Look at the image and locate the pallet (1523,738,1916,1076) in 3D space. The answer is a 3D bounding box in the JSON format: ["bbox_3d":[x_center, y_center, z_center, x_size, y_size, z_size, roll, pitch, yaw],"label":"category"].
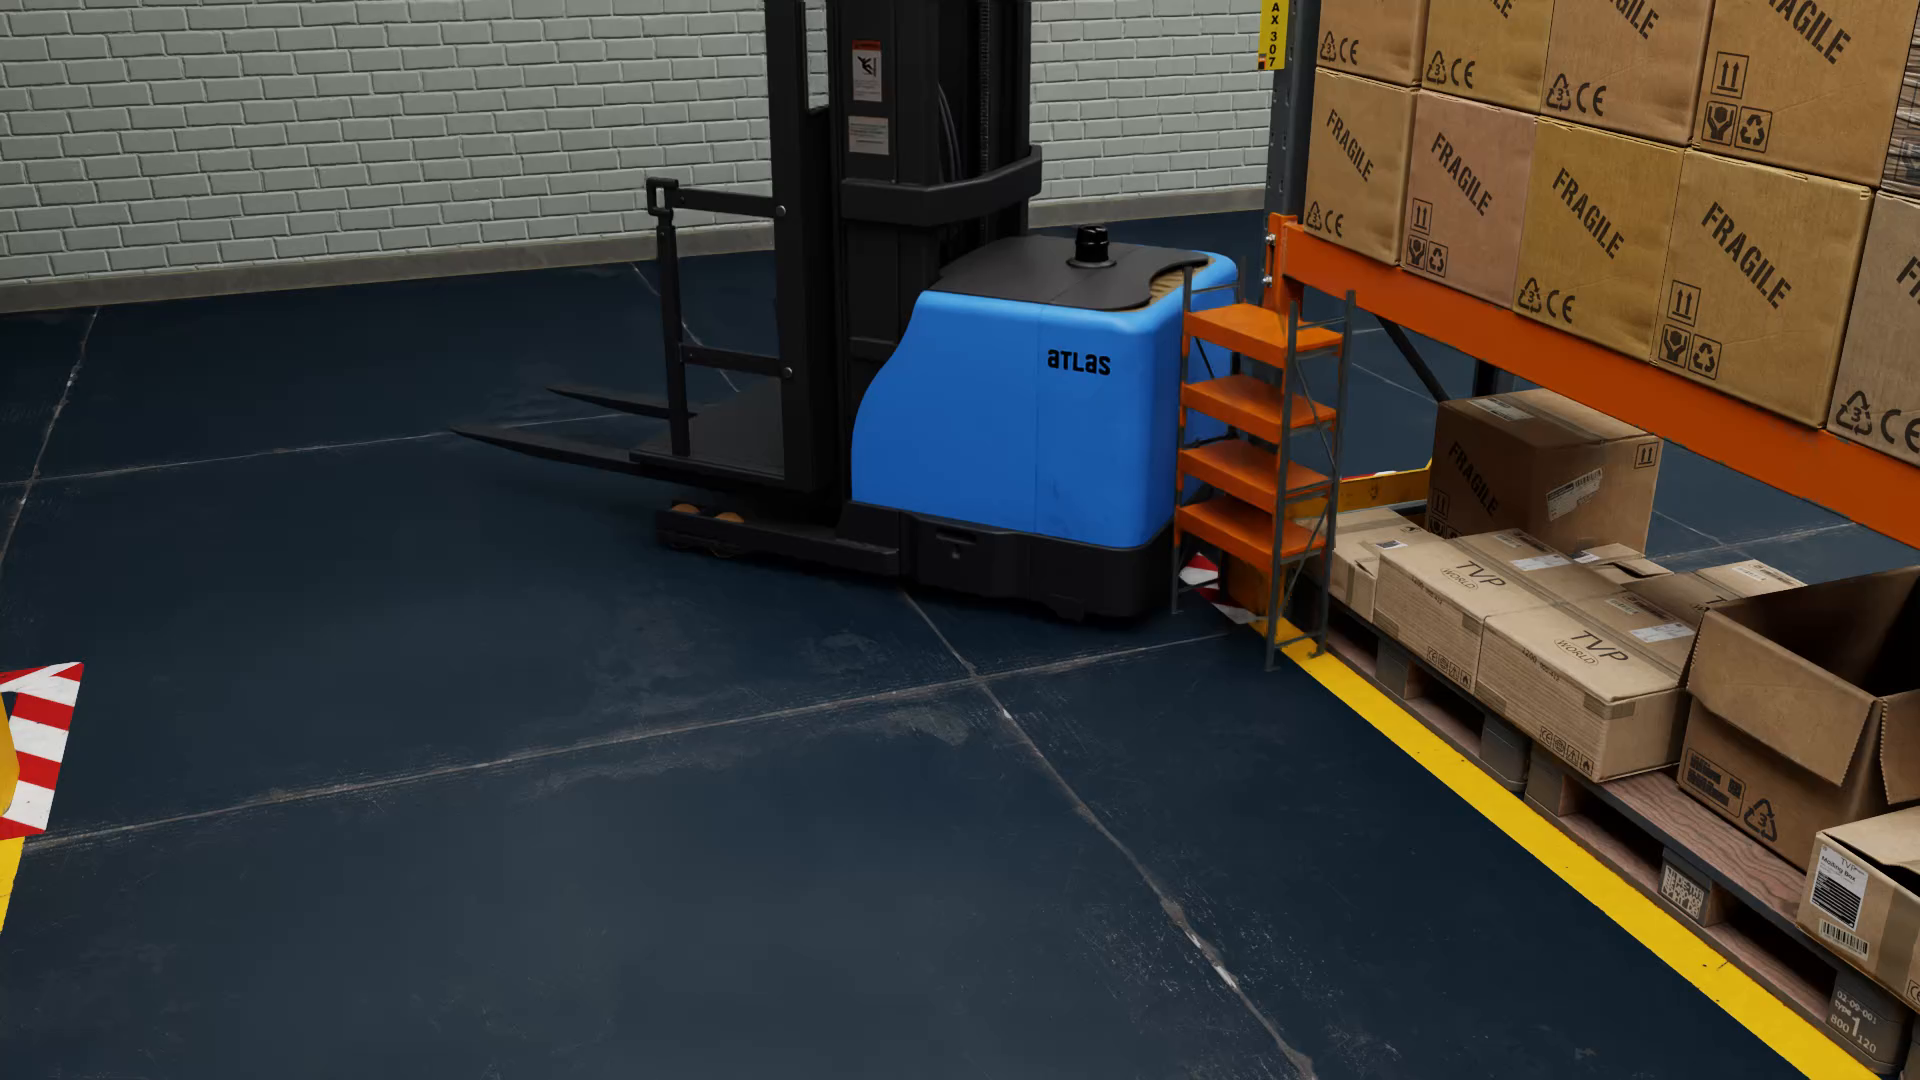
[{"bbox_3d":[2.210,0.761,4.172,1.003,0.211,1.213,-8,24,-19],"label":"pallet"}]

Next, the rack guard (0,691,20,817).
[{"bbox_3d":[-3.169,0.541,4.323,1.175,0.500,0.348,-8,24,-19],"label":"rack guard"}]

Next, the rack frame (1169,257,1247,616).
[{"bbox_3d":[0.810,-0.321,5.462,0.240,1.200,0.015,-14,27,-28],"label":"rack frame"}]

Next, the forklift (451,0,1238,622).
[{"bbox_3d":[-0.561,-1.456,5.930,3.031,2.935,1.130,11,25,24],"label":"forklift"}]

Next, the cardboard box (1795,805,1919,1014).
[{"bbox_3d":[2.154,0.766,3.467,0.500,0.311,0.500,-8,24,-19],"label":"cardboard box"}]

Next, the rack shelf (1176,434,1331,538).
[{"bbox_3d":[0.937,-0.178,5.296,0.258,0.148,0.480,-14,27,-28],"label":"rack shelf"}]

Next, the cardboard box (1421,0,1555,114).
[{"bbox_3d":[1.575,-1.404,4.303,0.500,0.500,0.500,-8,24,-18],"label":"cardboard box"}]

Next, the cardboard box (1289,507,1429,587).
[{"bbox_3d":[1.299,0.027,5.428,0.380,0.149,0.250,-8,24,-19],"label":"cardboard box"}]

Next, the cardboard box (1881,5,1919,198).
[{"bbox_3d":[2.104,-0.854,2.998,0.500,0.500,0.500,-8,24,-19],"label":"cardboard box"}]

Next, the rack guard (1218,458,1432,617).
[{"bbox_3d":[1.500,-0.104,5.853,1.175,0.500,0.348,-8,24,-19],"label":"rack guard"}]

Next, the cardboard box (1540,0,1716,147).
[{"bbox_3d":[1.747,-1.221,3.870,0.500,0.500,0.500,-8,24,-18],"label":"cardboard box"}]

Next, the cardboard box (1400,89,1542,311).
[{"bbox_3d":[1.570,-0.945,4.502,0.500,0.500,0.500,-9,24,-20],"label":"cardboard box"}]

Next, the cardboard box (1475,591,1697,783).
[{"bbox_3d":[1.753,0.381,4.458,0.500,0.250,0.500,-8,24,-19],"label":"cardboard box"}]

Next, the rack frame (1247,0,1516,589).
[{"bbox_3d":[1.473,-1.283,5.433,1.000,3.000,0.127,-8,24,-19],"label":"rack frame"}]

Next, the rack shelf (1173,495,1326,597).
[{"bbox_3d":[0.939,0.005,5.374,0.258,0.148,0.480,-14,27,-28],"label":"rack shelf"}]

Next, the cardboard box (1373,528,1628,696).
[{"bbox_3d":[1.576,0.199,4.889,0.500,0.250,0.500,-8,24,-19],"label":"cardboard box"}]

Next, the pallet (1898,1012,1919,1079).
[{"bbox_3d":[2.644,1.205,3.118,1.003,0.211,1.213,-8,24,-19],"label":"pallet"}]

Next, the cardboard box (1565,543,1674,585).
[{"bbox_3d":[1.954,0.143,5.131,0.380,0.166,0.250,-8,24,-19],"label":"cardboard box"}]

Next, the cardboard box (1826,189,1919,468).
[{"bbox_3d":[2.102,-0.396,3.199,0.500,0.500,0.500,-8,24,-18],"label":"cardboard box"}]

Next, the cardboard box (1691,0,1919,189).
[{"bbox_3d":[1.927,-1.037,3.432,0.500,0.500,0.500,-9,24,-19],"label":"cardboard box"}]

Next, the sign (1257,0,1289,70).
[{"bbox_3d":[0.965,-1.608,5.088,0.100,0.325,0.005,-8,24,-19],"label":"sign"}]

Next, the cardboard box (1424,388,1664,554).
[{"bbox_3d":[1.895,-0.170,5.444,0.500,0.500,0.500,-8,24,-19],"label":"cardboard box"}]

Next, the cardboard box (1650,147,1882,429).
[{"bbox_3d":[1.920,-0.581,3.637,0.500,0.500,0.500,-8,24,-18],"label":"cardboard box"}]

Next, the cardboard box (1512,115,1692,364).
[{"bbox_3d":[1.745,-0.763,4.068,0.500,0.500,0.500,-8,24,-19],"label":"cardboard box"}]

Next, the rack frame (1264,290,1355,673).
[{"bbox_3d":[1.064,-0.159,5.078,0.240,1.200,0.015,-14,27,-28],"label":"rack frame"}]

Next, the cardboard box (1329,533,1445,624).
[{"bbox_3d":[1.388,0.110,5.209,0.380,0.166,0.250,-8,24,-19],"label":"cardboard box"}]

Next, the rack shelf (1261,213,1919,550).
[{"bbox_3d":[2.179,-0.225,3.848,1.077,0.370,4.000,-8,24,-19],"label":"rack shelf"}]

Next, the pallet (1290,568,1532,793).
[{"bbox_3d":[1.782,0.319,5.222,1.003,0.211,1.213,-8,24,-19],"label":"pallet"}]

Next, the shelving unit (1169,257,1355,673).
[{"bbox_3d":[0.937,-0.240,5.270,0.258,1.200,0.503,-14,27,-28],"label":"shelving unit"}]

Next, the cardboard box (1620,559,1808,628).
[{"bbox_3d":[2.203,0.294,4.664,0.500,0.250,0.500,-8,24,-19],"label":"cardboard box"}]

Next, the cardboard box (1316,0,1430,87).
[{"bbox_3d":[1.383,-1.593,4.751,0.500,0.500,0.500,-8,24,-17],"label":"cardboard box"}]

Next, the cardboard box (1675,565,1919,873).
[{"bbox_3d":[2.217,0.436,4.002,0.797,0.503,0.637,-8,24,-19],"label":"cardboard box"}]

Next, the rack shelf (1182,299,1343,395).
[{"bbox_3d":[0.933,-0.601,5.115,0.258,0.148,0.480,-14,27,-28],"label":"rack shelf"}]

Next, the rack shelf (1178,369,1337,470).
[{"bbox_3d":[0.935,-0.384,5.208,0.258,0.148,0.480,-14,27,-28],"label":"rack shelf"}]

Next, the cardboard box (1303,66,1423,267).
[{"bbox_3d":[1.383,-1.132,4.945,0.500,0.500,0.500,-8,24,-18],"label":"cardboard box"}]
